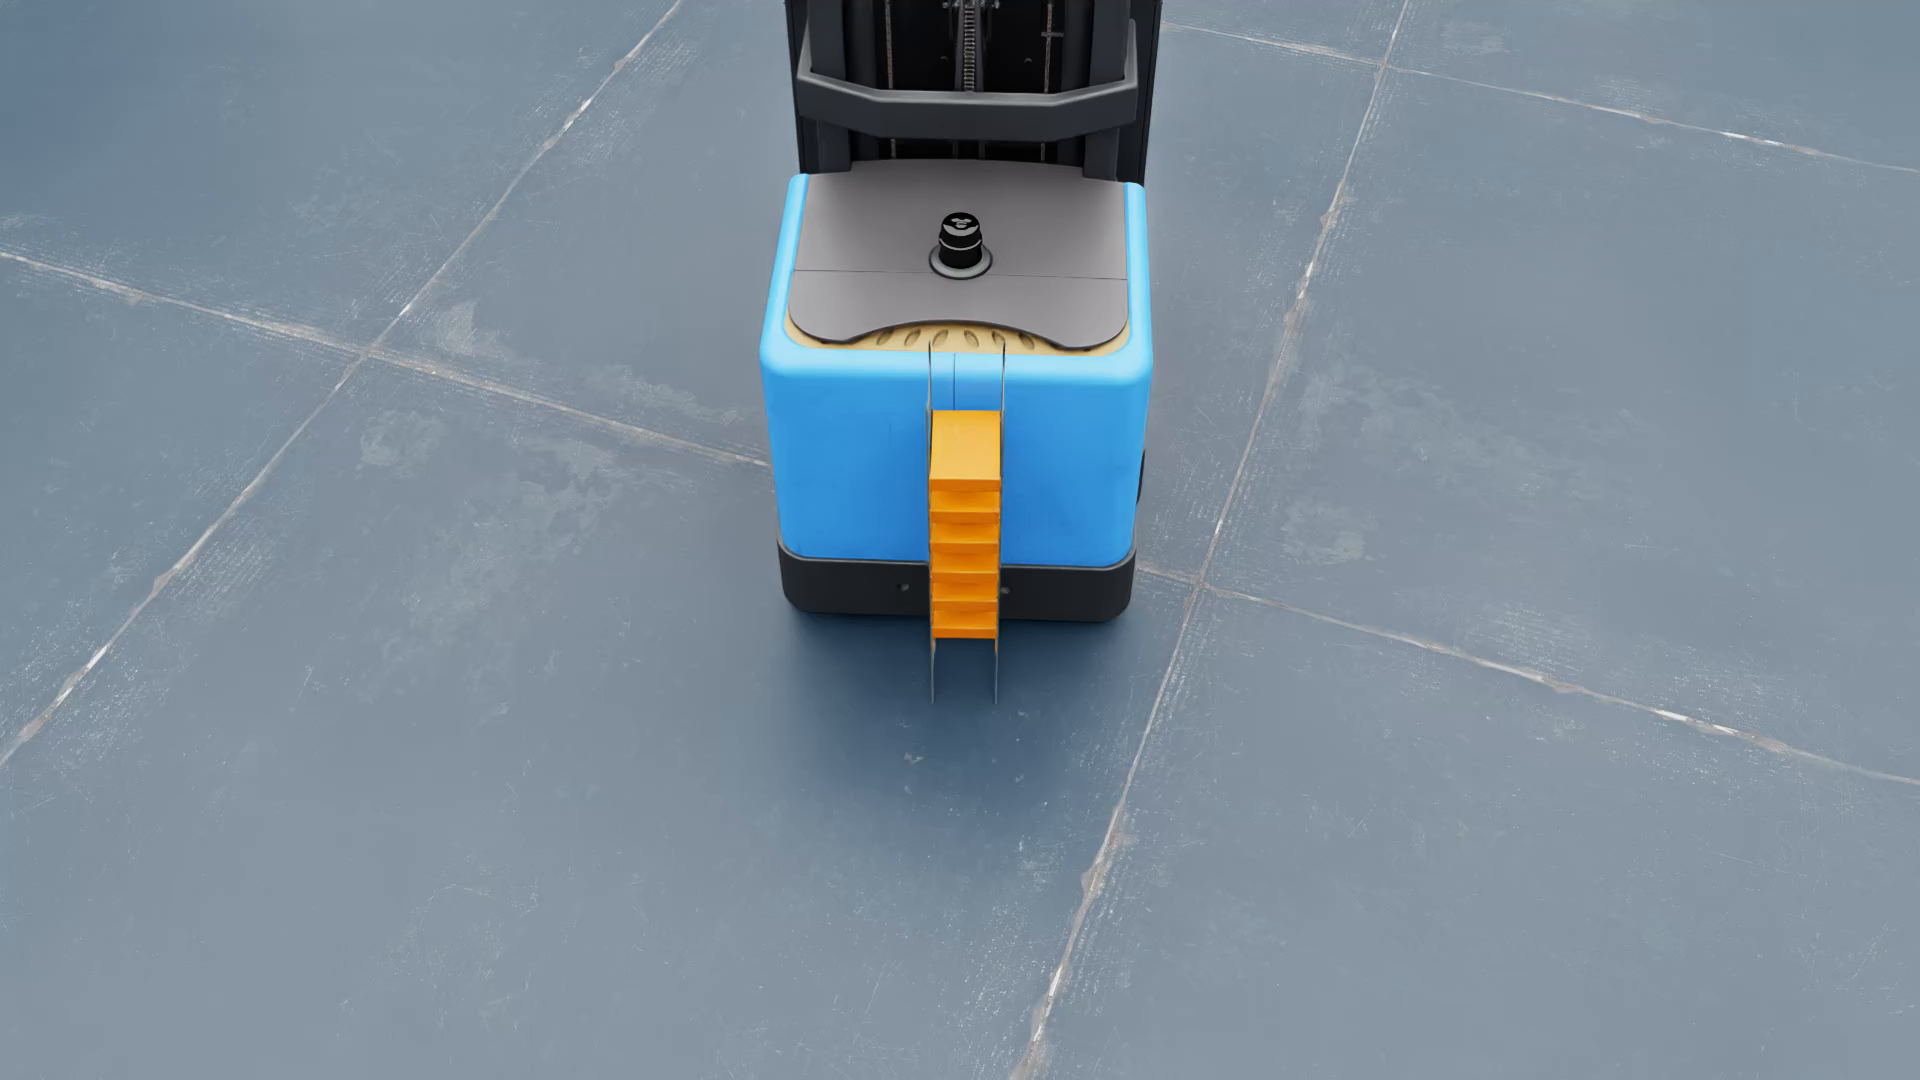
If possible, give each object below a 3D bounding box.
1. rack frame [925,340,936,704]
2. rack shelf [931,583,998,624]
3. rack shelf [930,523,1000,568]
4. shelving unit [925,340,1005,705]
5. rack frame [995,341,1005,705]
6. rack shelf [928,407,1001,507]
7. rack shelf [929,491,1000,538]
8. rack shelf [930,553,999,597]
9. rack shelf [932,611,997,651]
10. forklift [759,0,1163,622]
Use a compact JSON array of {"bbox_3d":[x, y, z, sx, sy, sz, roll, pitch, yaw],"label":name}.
[{"bbox_3d":[-0.077,-0.007,4.462,0.006,1.200,0.240,1,49,1],"label":"rack frame"},{"bbox_3d":[0.014,0.102,4.585,0.180,0.103,0.258,1,49,1],"label":"rack shelf"},{"bbox_3d":[0.014,-0.055,4.404,0.180,0.103,0.258,1,49,1],"label":"rack shelf"},{"bbox_3d":[0.014,-0.005,4.461,0.189,1.200,0.258,1,49,1],"label":"shelving unit"},{"bbox_3d":[0.106,-0.004,4.460,0.006,1.200,0.240,1,49,1],"label":"rack frame"},{"bbox_3d":[0.014,-0.212,4.222,0.180,0.103,0.258,1,49,1],"label":"rack shelf"},{"bbox_3d":[0.014,-0.134,4.313,0.180,0.103,0.258,1,49,1],"label":"rack shelf"},{"bbox_3d":[0.014,0.024,4.494,0.180,0.103,0.258,1,49,1],"label":"rack shelf"},{"bbox_3d":[0.014,0.181,4.676,0.180,0.103,0.258,1,49,1],"label":"rack shelf"},{"bbox_3d":[0.049,-1.826,4.893,1.130,2.935,3.031,2,49,2],"label":"forklift"}]
